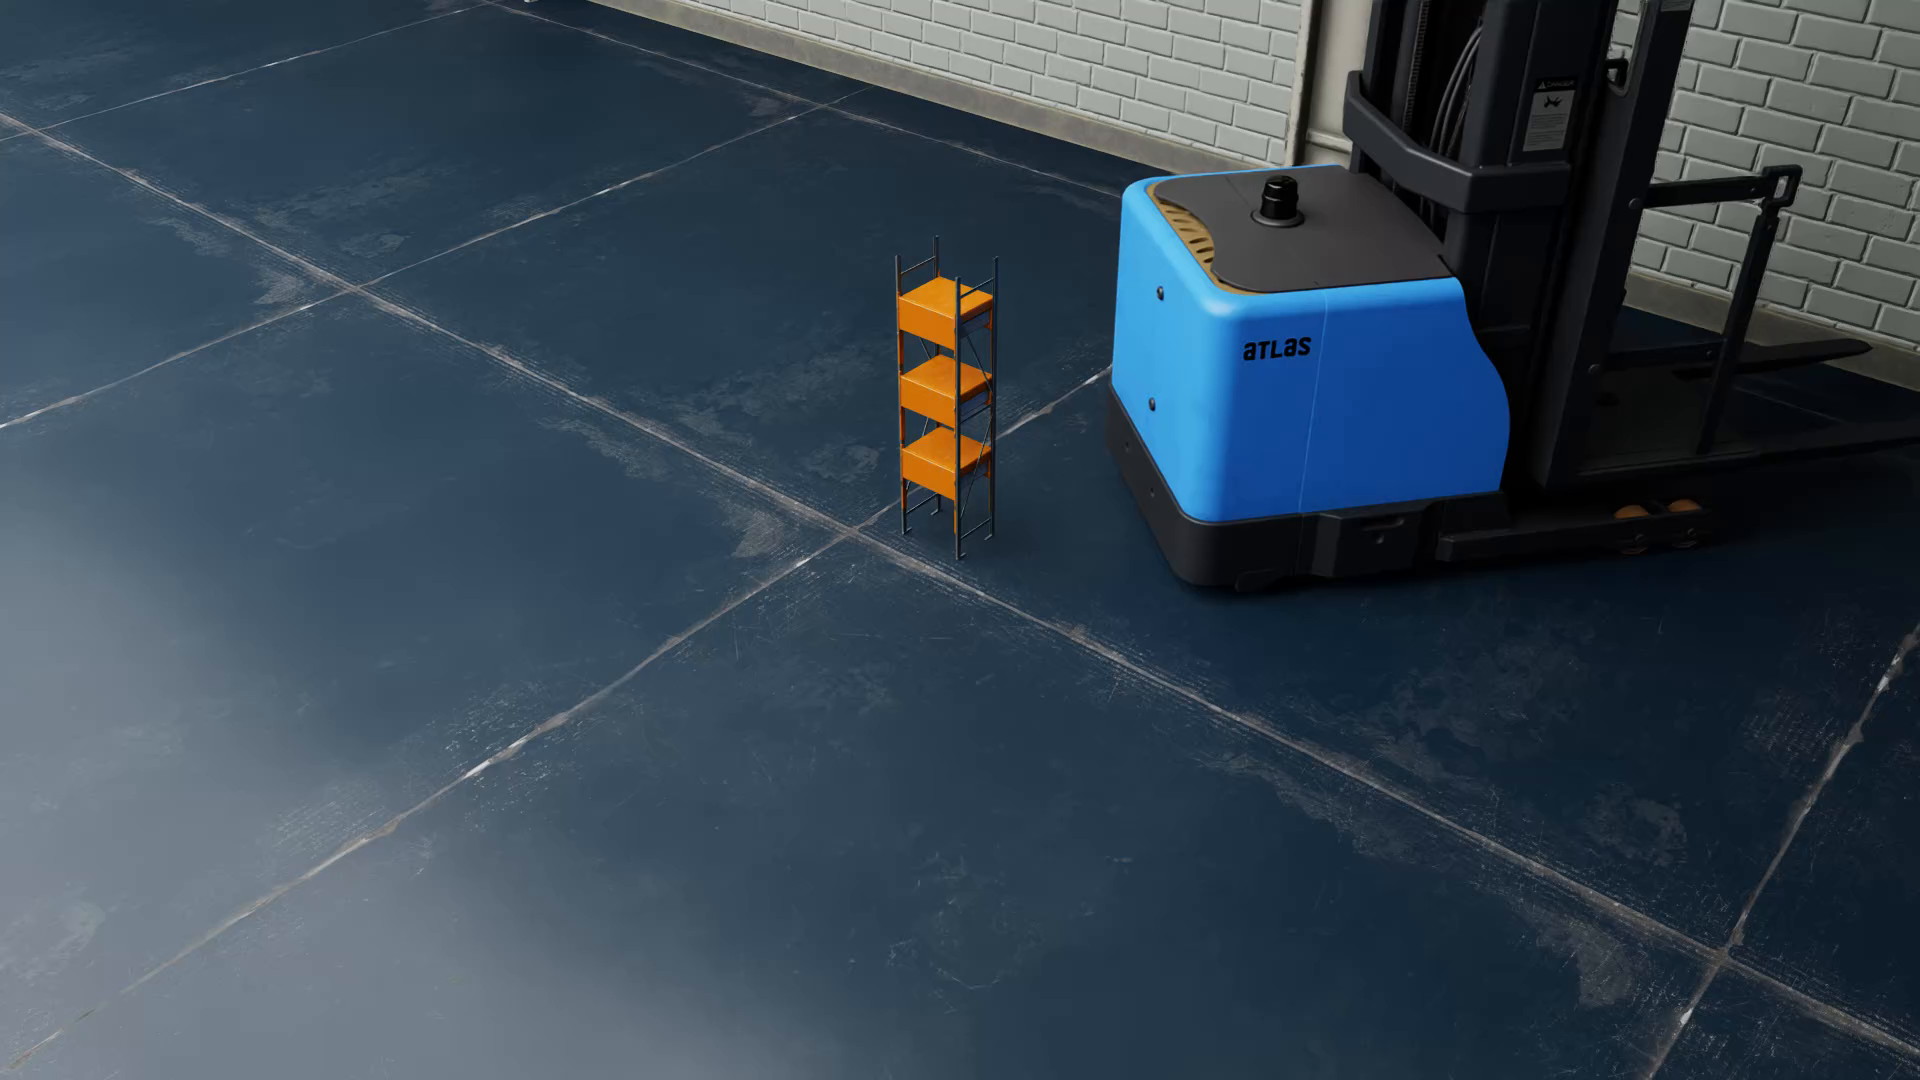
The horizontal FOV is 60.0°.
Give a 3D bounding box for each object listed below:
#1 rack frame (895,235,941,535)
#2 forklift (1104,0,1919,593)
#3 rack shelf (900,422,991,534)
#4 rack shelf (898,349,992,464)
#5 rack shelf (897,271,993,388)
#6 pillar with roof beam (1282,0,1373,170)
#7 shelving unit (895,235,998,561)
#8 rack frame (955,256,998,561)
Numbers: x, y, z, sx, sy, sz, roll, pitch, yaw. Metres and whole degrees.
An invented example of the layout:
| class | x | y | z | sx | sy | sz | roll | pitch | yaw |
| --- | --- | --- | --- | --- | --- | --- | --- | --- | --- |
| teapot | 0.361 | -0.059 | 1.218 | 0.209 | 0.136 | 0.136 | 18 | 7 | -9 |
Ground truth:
| class | x | y | z | sx | sy | sz | roll | pitch | yaw |
| --- | --- | --- | --- | --- | --- | --- | --- | --- | --- |
| rack frame | -0.135 | -0.496 | 5.545 | 0.008 | 1.050 | 0.200 | 25 | 42 | 32 |
| forklift | 2.105 | -1.447 | 5.268 | 3.031 | 2.935 | 1.130 | -6 | 35 | -9 |
| rack shelf | -0.041 | -0.214 | 5.644 | 0.240 | 0.259 | 0.215 | 25 | 42 | 32 |
| rack shelf | -0.041 | -0.443 | 5.487 | 0.240 | 0.259 | 0.215 | 25 | 42 | 32 |
| rack shelf | -0.041 | -0.677 | 5.326 | 0.240 | 0.259 | 0.215 | 25 | 42 | 32 |
| pillar with roof beam | -1.009 | -3.312 | 2.623 | 0.400 | 9.000 | 9.100 | 25 | 42 | 32 |
| shelving unit | -0.041 | -0.452 | 5.481 | 0.252 | 1.050 | 0.215 | 25 | 42 | 32 |
| rack frame | 0.053 | -0.408 | 5.417 | 0.008 | 1.050 | 0.200 | 25 | 42 | 32 |
